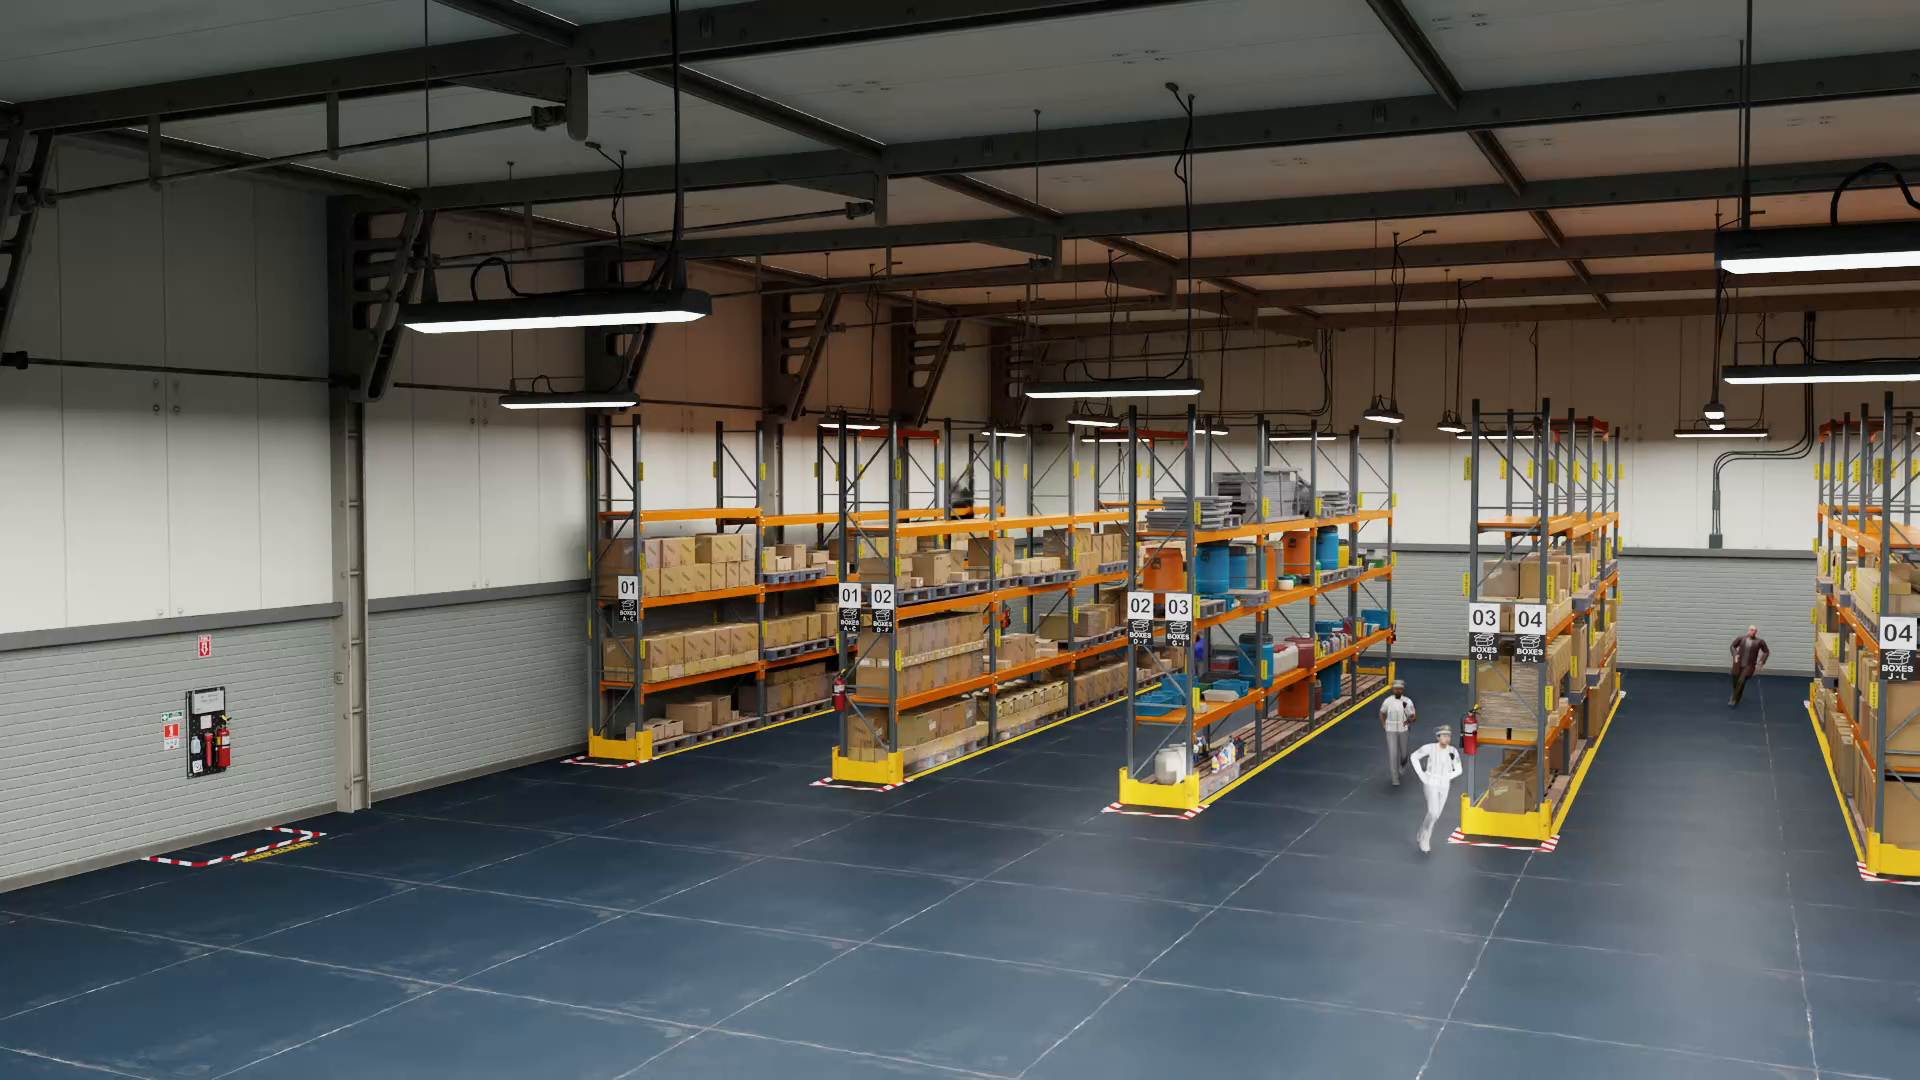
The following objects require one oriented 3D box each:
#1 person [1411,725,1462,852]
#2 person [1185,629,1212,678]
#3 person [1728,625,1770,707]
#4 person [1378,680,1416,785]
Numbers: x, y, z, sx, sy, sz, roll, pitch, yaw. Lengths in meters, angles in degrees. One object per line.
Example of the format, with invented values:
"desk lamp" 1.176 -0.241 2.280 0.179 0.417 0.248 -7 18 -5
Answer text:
"person" 6.307 3.267 21.981 0.606 1.688 0.636 0 2 -7
"person" 5.123 2.710 35.892 0.561 1.657 0.638 1 2 18
"person" 16.785 2.678 35.437 0.803 1.723 0.846 2 3 36
"person" 7.026 3.068 26.736 0.584 1.661 0.749 1 2 14
